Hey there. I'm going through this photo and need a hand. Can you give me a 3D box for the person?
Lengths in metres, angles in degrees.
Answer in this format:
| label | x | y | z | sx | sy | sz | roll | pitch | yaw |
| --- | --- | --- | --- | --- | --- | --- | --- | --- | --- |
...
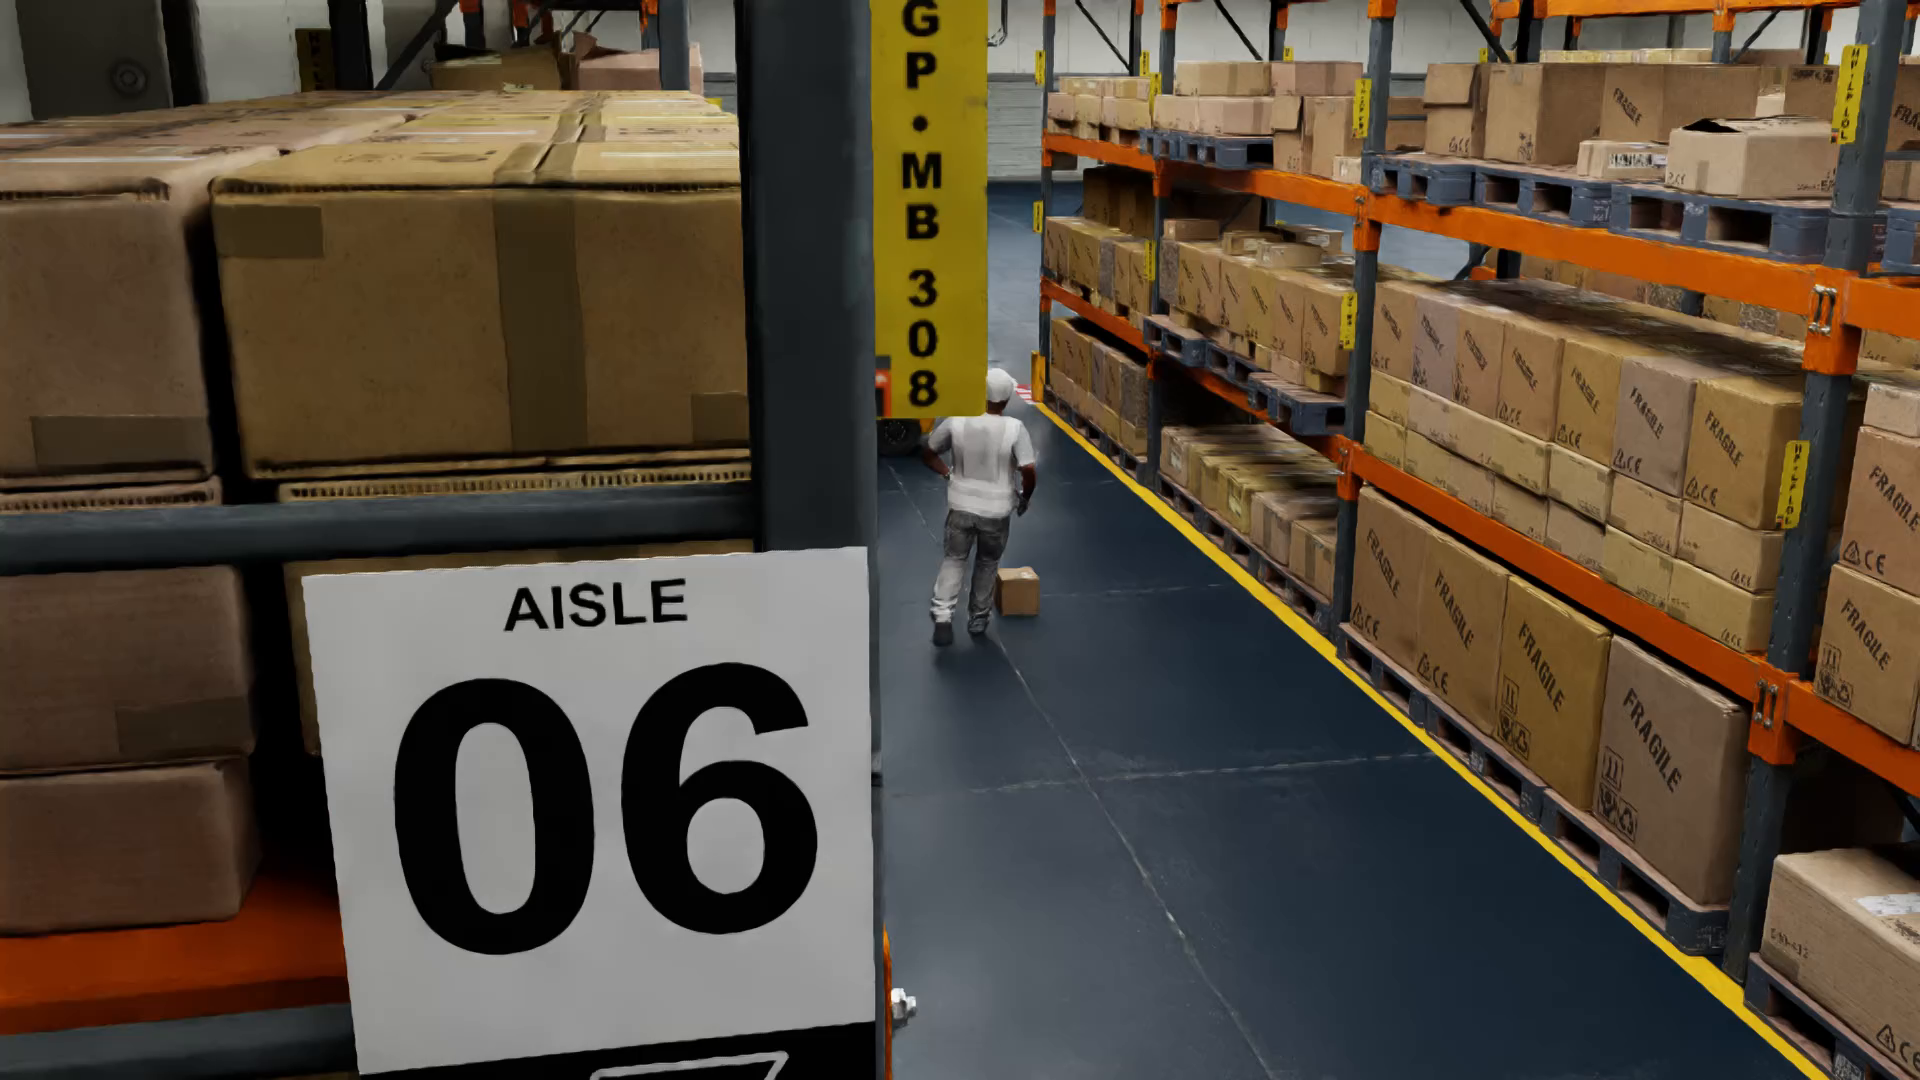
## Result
| label | x | y | z | sx | sy | sz | roll | pitch | yaw |
| --- | --- | --- | --- | --- | --- | --- | --- | --- | --- |
| person | 0.146 | -0.207 | 10.242 | 0.719 | 1.765 | 0.851 | 3 | 17 | 11 |
